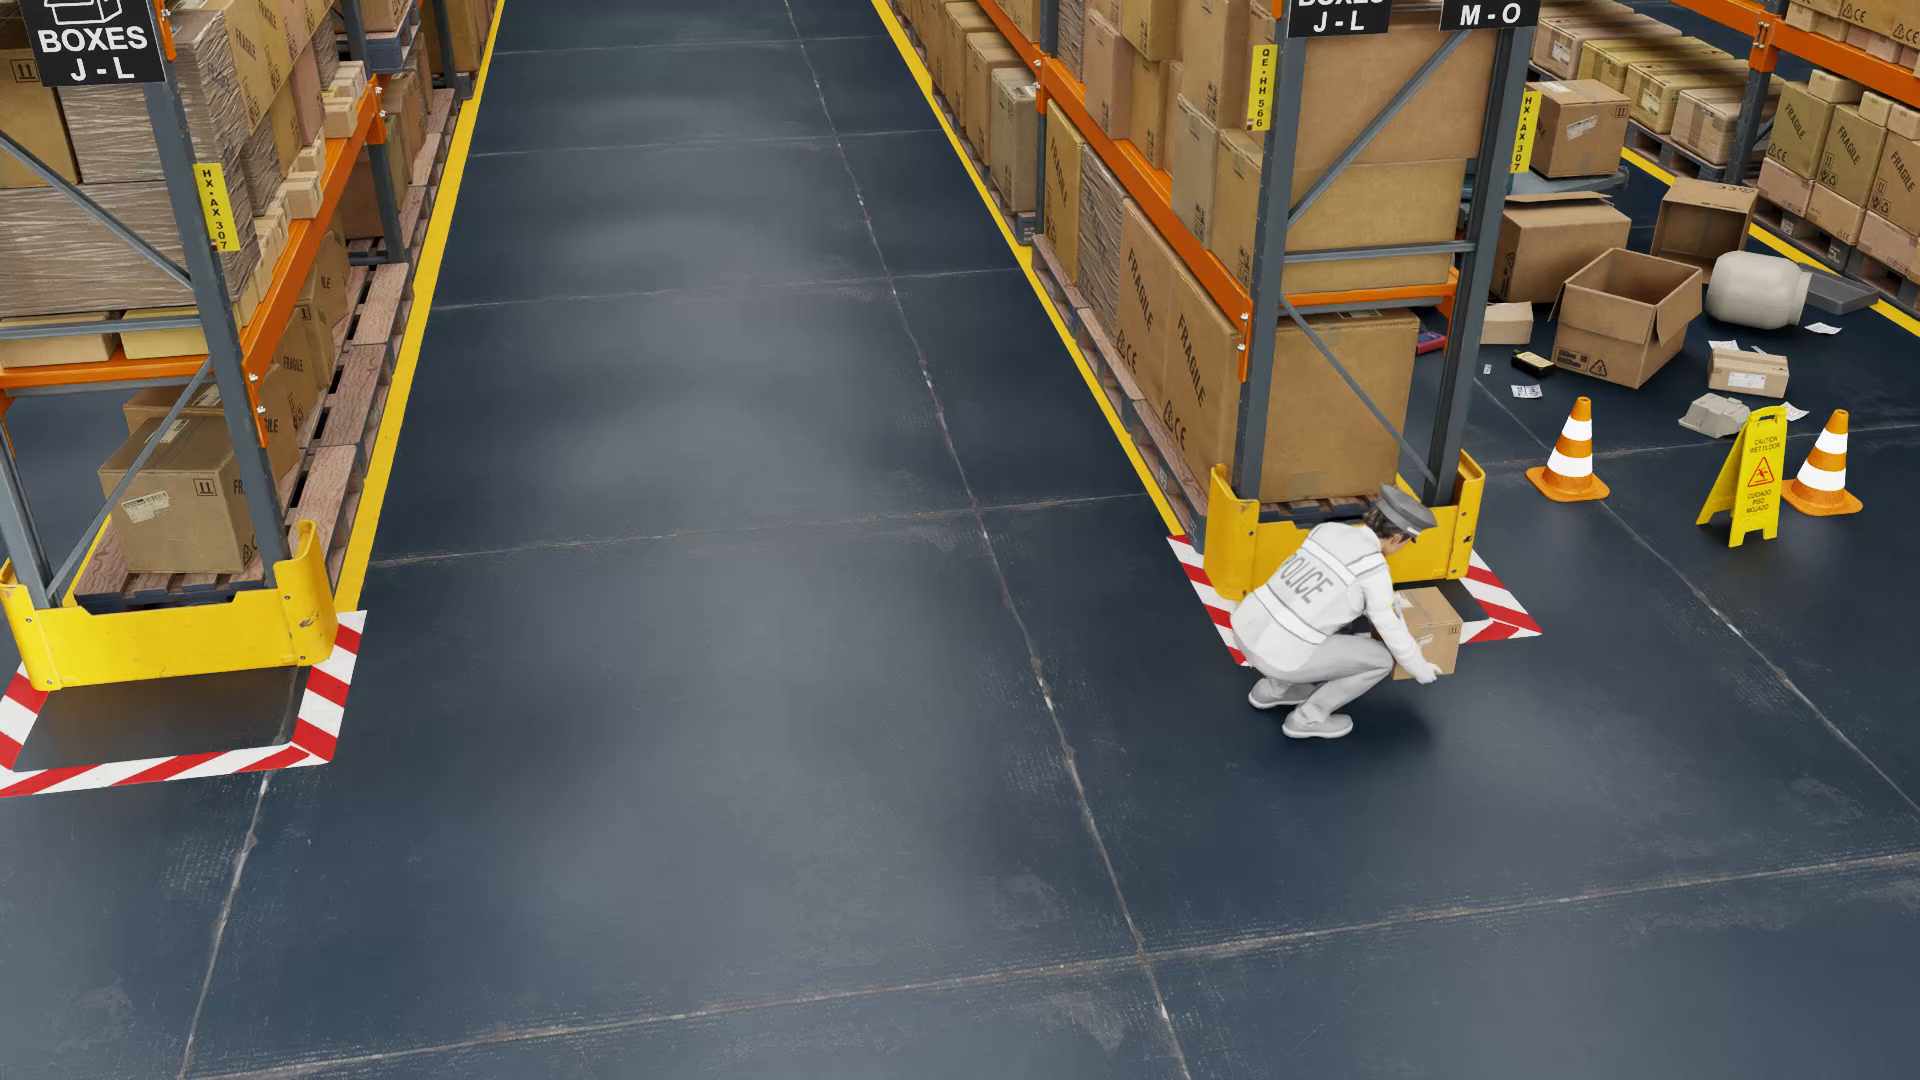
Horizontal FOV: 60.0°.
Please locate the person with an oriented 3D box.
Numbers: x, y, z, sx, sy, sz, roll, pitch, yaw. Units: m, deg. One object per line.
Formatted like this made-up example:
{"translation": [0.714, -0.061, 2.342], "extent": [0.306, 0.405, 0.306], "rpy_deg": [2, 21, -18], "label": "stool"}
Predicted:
{"translation": [1.464, 0.275, 6.368], "extent": [0.845, 0.968, 0.483], "rpy_deg": [-8, 32, -13], "label": "person"}
